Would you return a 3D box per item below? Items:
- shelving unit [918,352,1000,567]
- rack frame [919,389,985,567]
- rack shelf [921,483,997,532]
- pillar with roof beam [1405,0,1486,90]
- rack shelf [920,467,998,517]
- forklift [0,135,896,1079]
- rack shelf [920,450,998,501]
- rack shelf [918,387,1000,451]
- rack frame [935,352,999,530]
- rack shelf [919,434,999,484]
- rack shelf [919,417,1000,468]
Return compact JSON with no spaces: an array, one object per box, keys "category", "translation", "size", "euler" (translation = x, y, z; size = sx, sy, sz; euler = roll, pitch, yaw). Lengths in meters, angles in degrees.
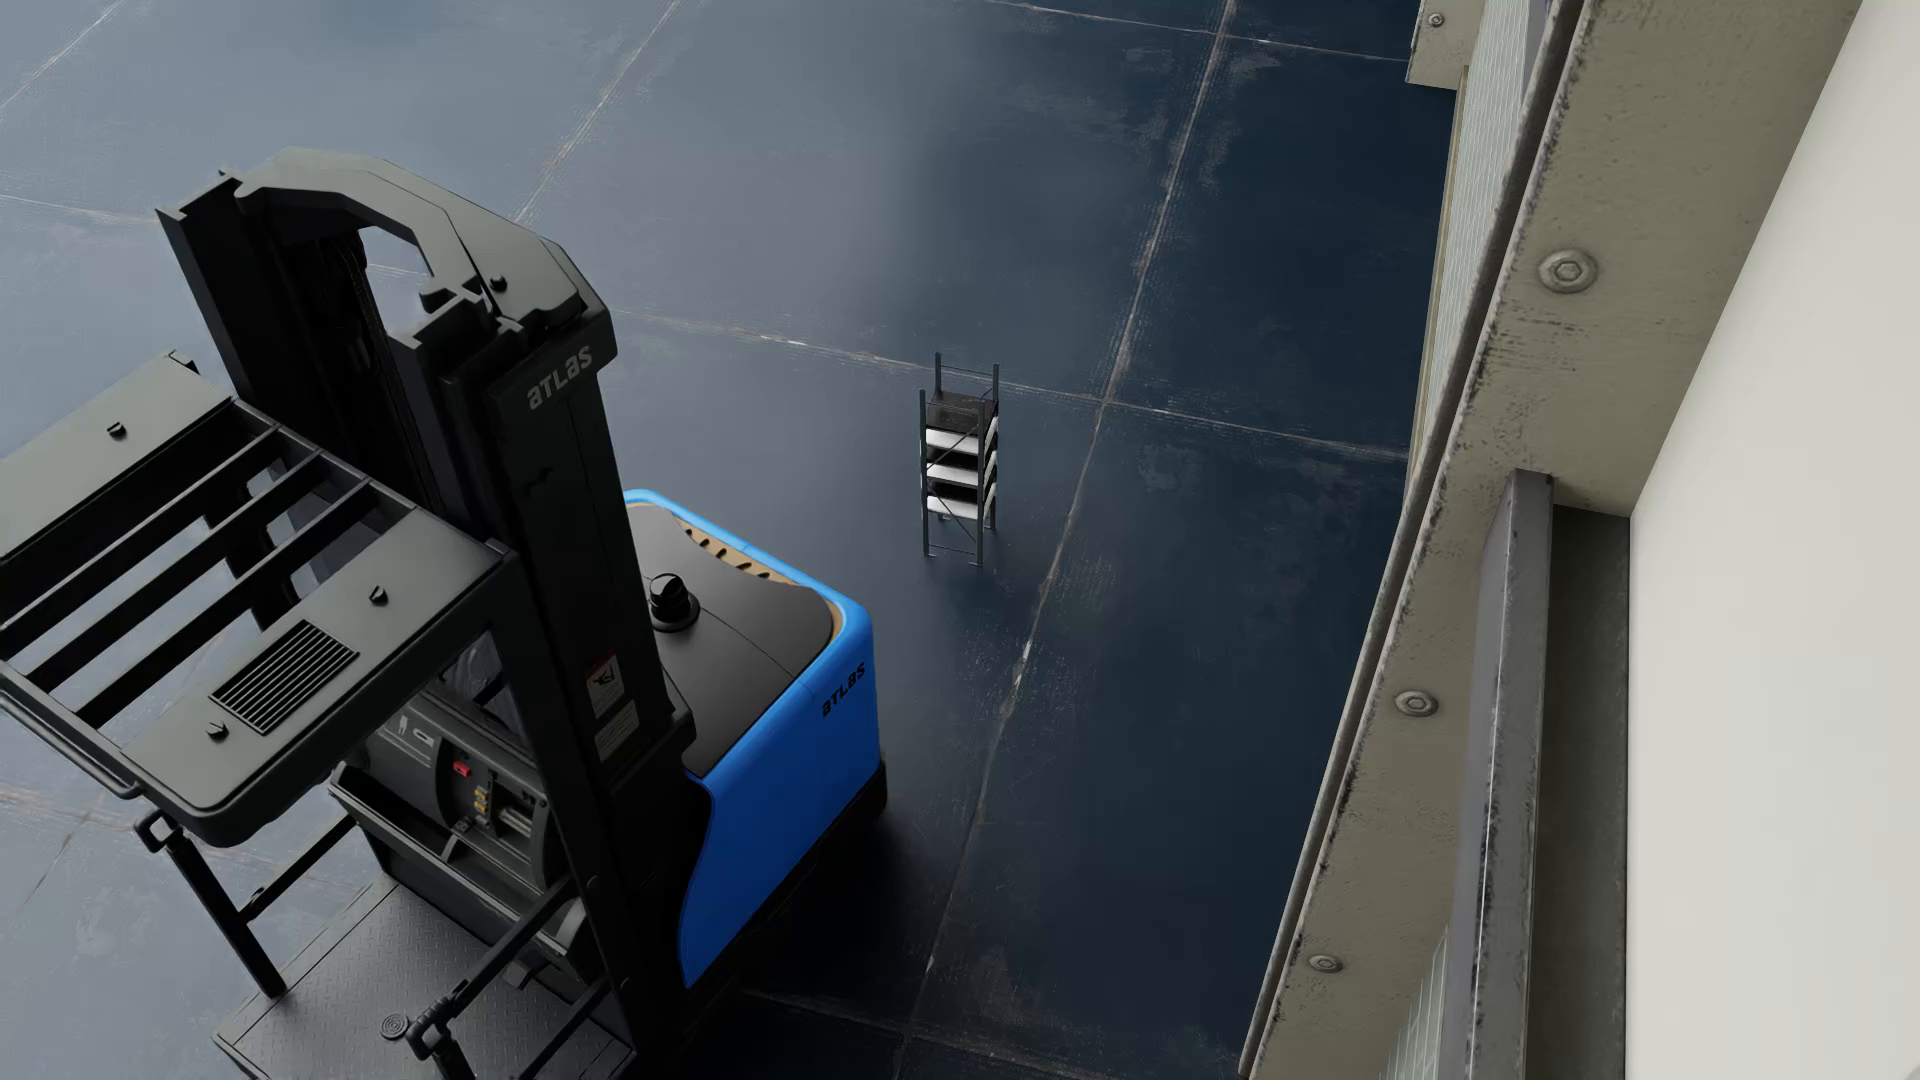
[{"category":"shelving unit","translation":[-0.002,-0.292,6.326],"size":[0.258,0.900,0.210],"euler":[12,50,10]},{"category":"rack frame","translation":[-0.029,-0.218,6.261],"size":[0.240,0.900,0.006],"euler":[12,50,10]},{"category":"rack shelf","translation":[-0.002,-0.151,6.486],"size":[0.258,0.077,0.200],"euler":[12,50,10]},{"category":"pillar with roof beam","translation":[-1.594,-6.365,6.285],"size":[9.100,9.000,0.400],"euler":[12,50,10]},{"category":"rack shelf","translation":[-0.002,-0.210,6.419],"size":[0.258,0.077,0.200],"euler":[12,50,10]},{"category":"forklift","translation":[-1.473,0.634,4.155],"size":[1.130,2.935,3.031],"euler":[27,54,22]},{"category":"rack shelf","translation":[-0.002,-0.270,6.351],"size":[0.258,0.077,0.200],"euler":[12,50,10]},{"category":"rack shelf","translation":[-0.002,-0.449,6.149],"size":[0.258,0.077,0.200],"euler":[12,50,10]},{"category":"rack frame","translation":[0.025,-0.365,6.391],"size":[0.240,0.900,0.006],"euler":[12,50,10]},{"category":"rack shelf","translation":[-0.002,-0.329,6.284],"size":[0.258,0.077,0.200],"euler":[12,50,10]},{"category":"rack shelf","translation":[-0.002,-0.389,6.216],"size":[0.258,0.077,0.200],"euler":[12,50,10]}]
